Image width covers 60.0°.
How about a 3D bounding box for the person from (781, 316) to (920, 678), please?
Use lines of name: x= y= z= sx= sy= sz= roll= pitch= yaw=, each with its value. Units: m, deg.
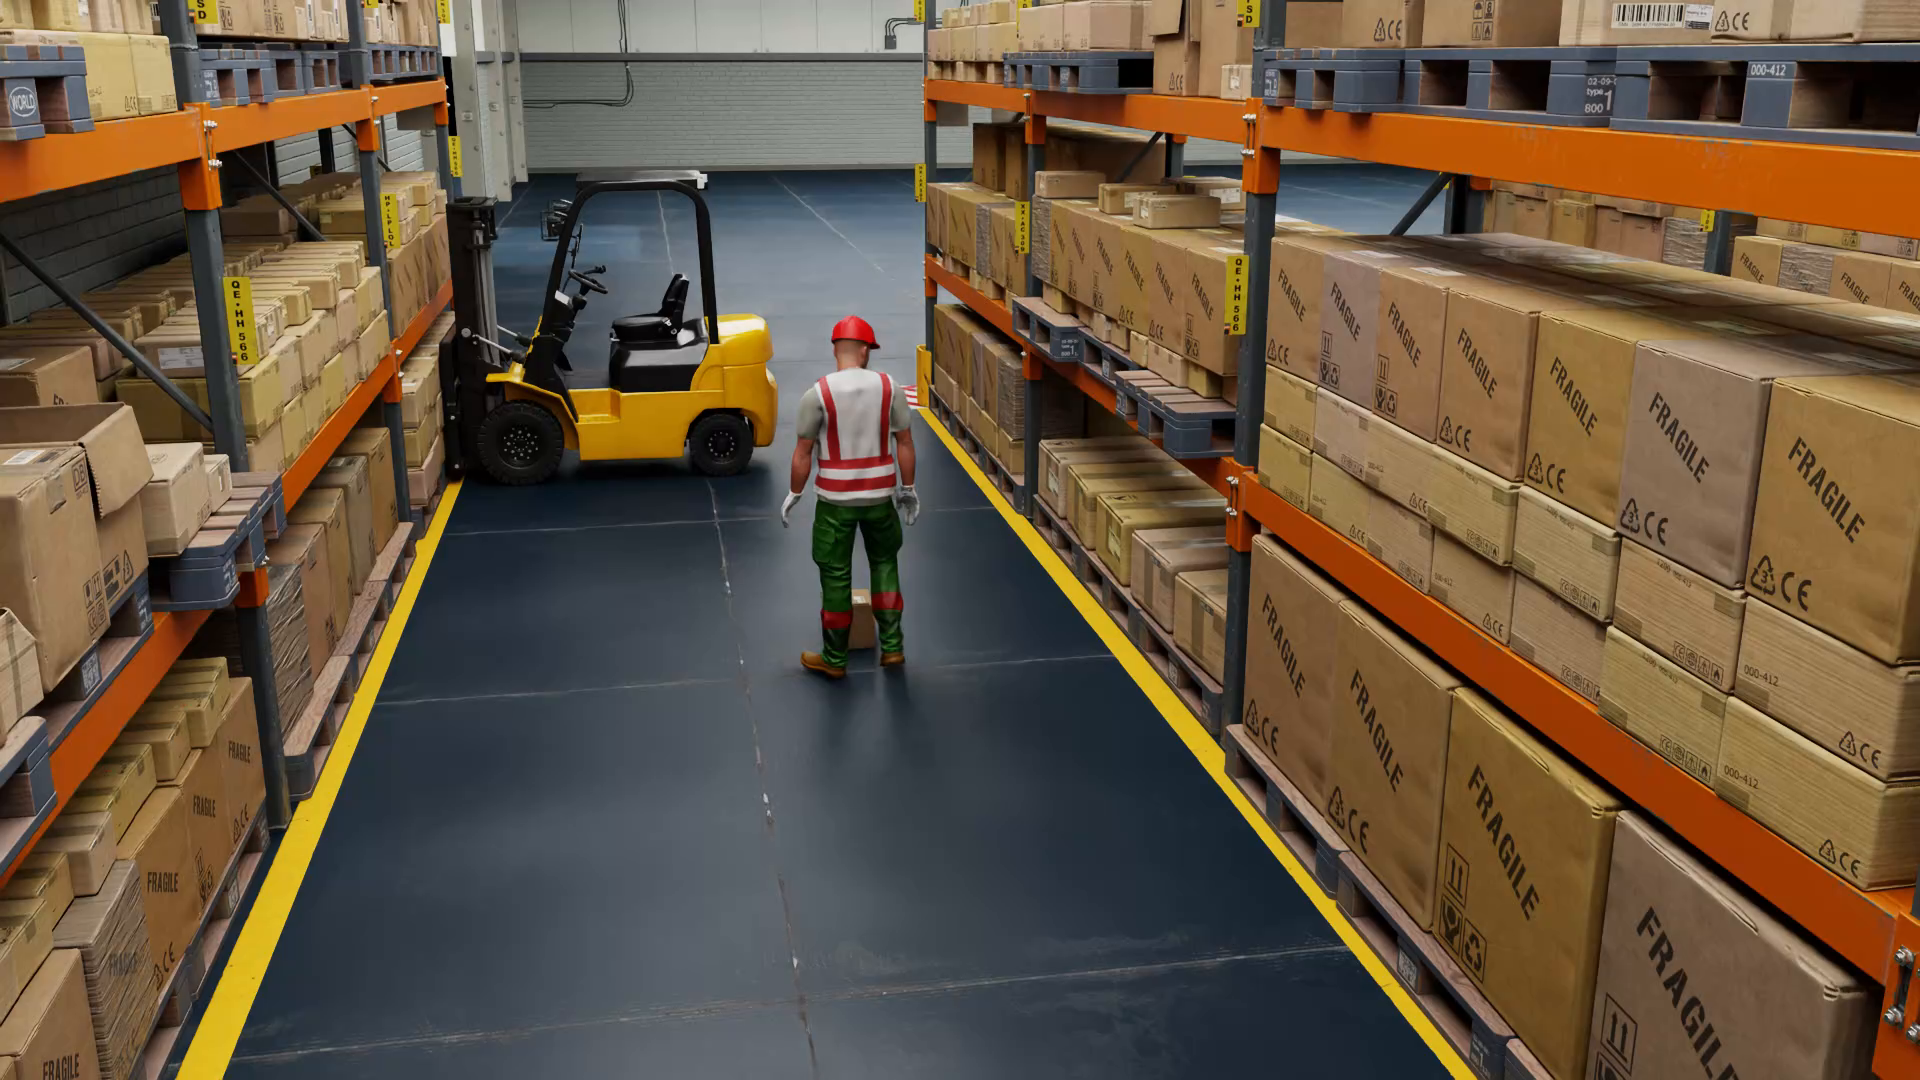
person: x=-0.541 y=-0.195 z=8.136 sx=0.659 sy=1.790 sz=0.389 roll=-7 pitch=17 yaw=-22
